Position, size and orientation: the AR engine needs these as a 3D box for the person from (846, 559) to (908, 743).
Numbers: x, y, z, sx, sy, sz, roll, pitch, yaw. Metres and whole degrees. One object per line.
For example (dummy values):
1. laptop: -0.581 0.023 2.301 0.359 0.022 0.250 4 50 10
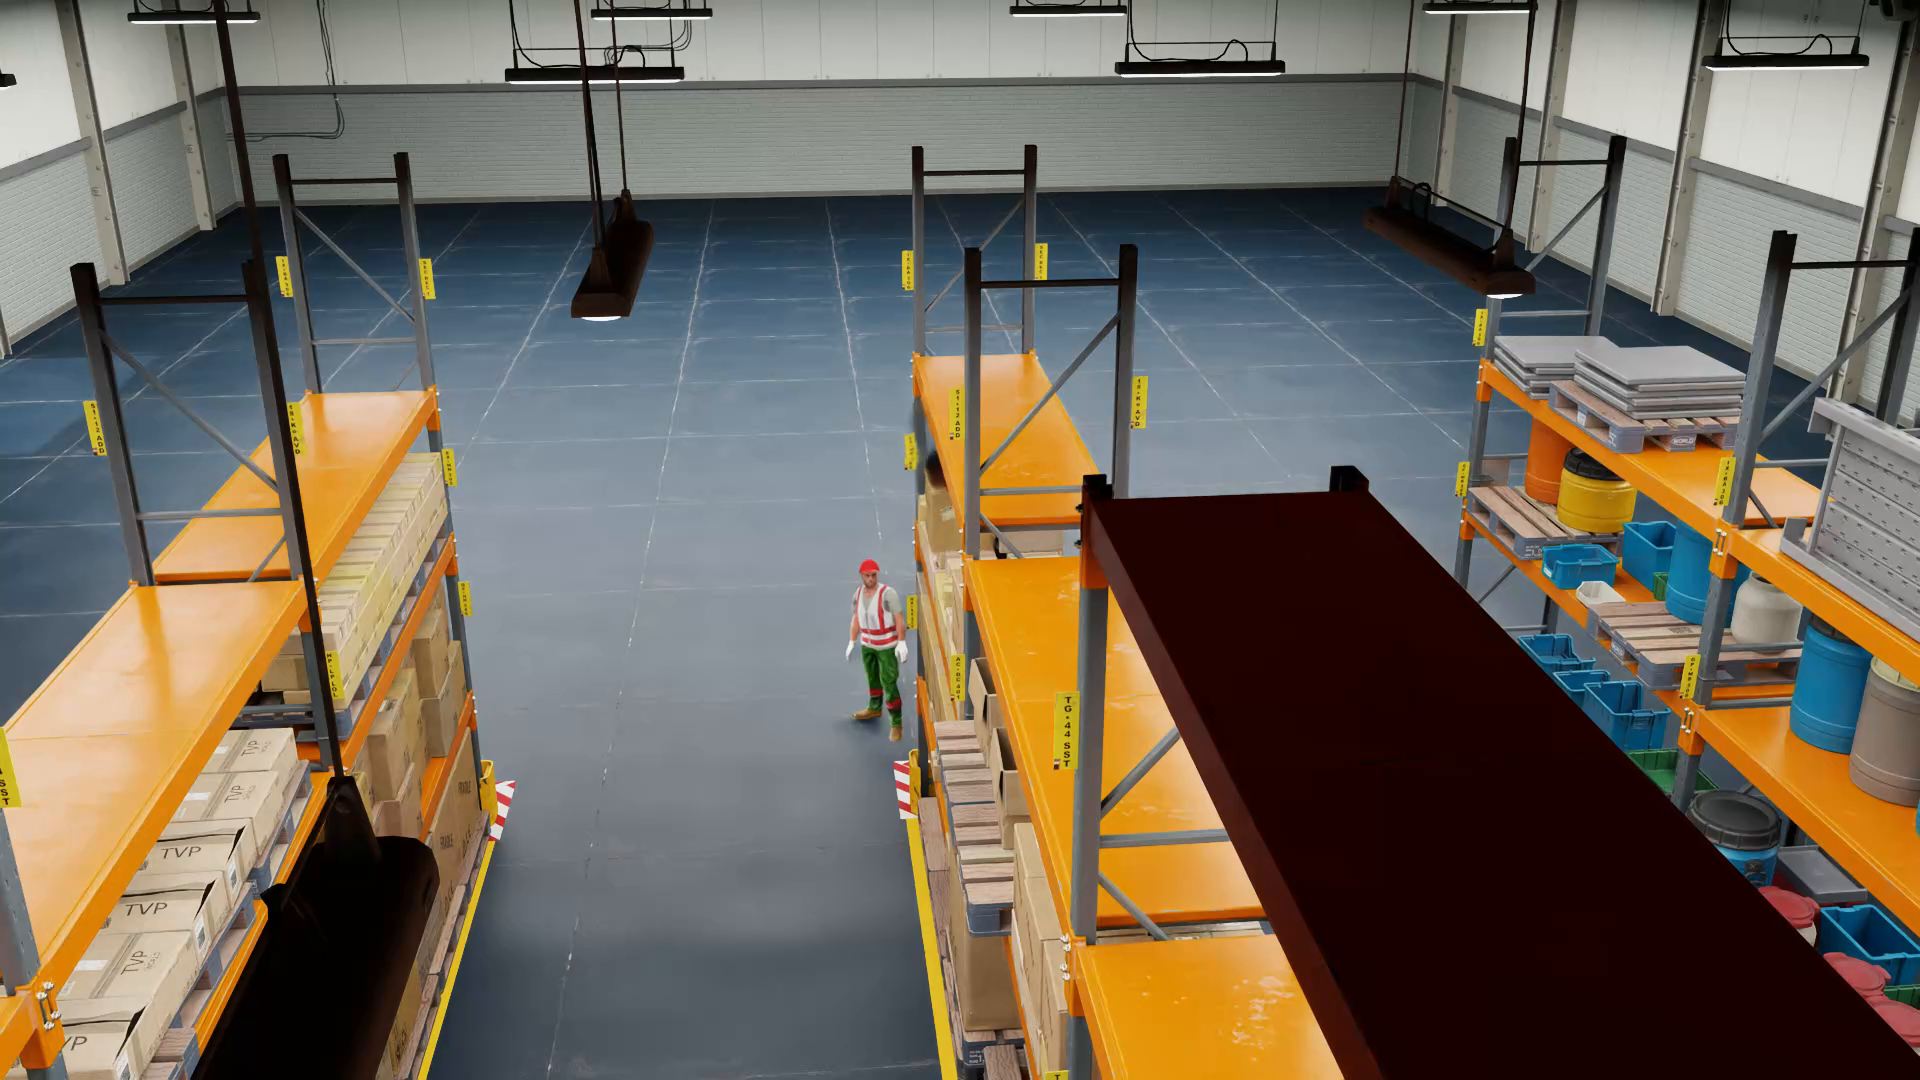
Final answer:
1. person: -0.804 1.081 16.560 0.700 1.824 0.432 17 27 36
